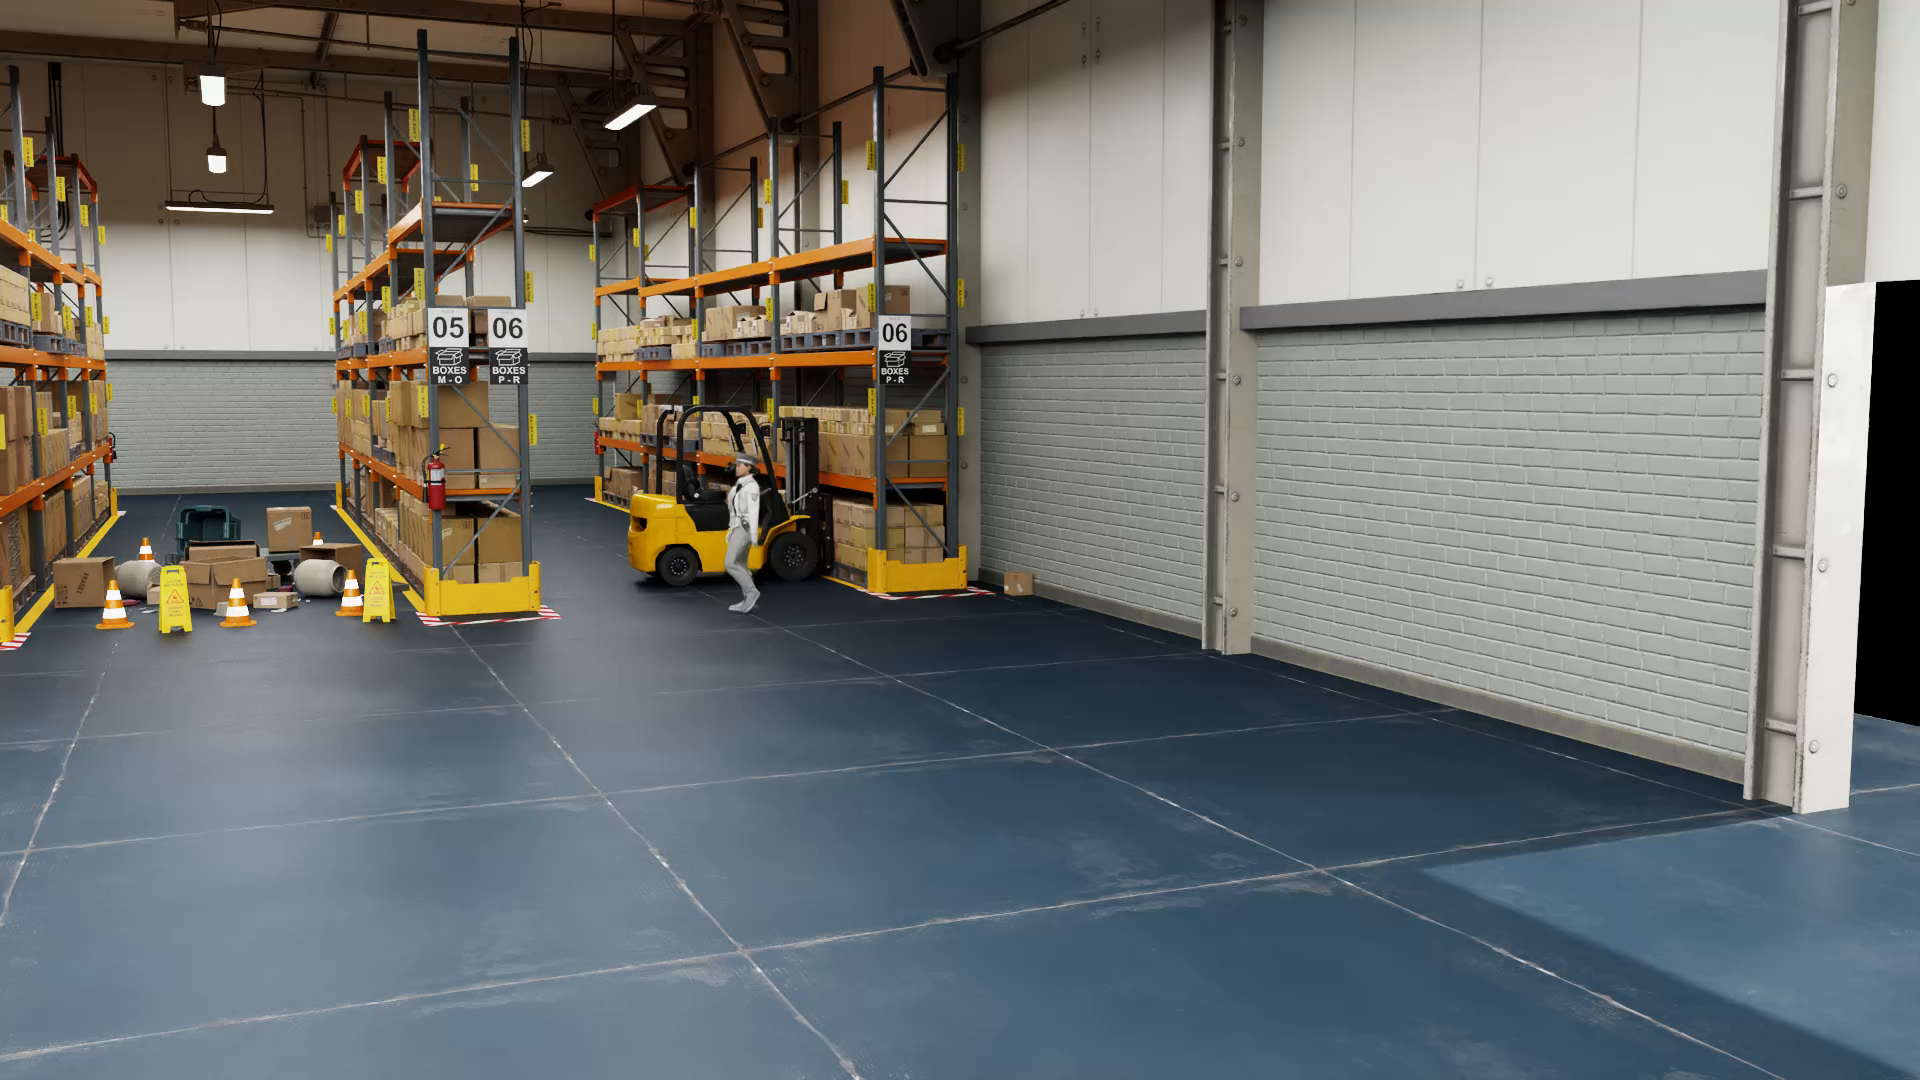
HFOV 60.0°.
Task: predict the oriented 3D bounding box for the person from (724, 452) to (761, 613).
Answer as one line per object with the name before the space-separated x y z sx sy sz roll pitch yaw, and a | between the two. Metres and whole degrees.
person | -2.317 -0.082 17.529 0.433 1.697 0.484 -2 6 -22
